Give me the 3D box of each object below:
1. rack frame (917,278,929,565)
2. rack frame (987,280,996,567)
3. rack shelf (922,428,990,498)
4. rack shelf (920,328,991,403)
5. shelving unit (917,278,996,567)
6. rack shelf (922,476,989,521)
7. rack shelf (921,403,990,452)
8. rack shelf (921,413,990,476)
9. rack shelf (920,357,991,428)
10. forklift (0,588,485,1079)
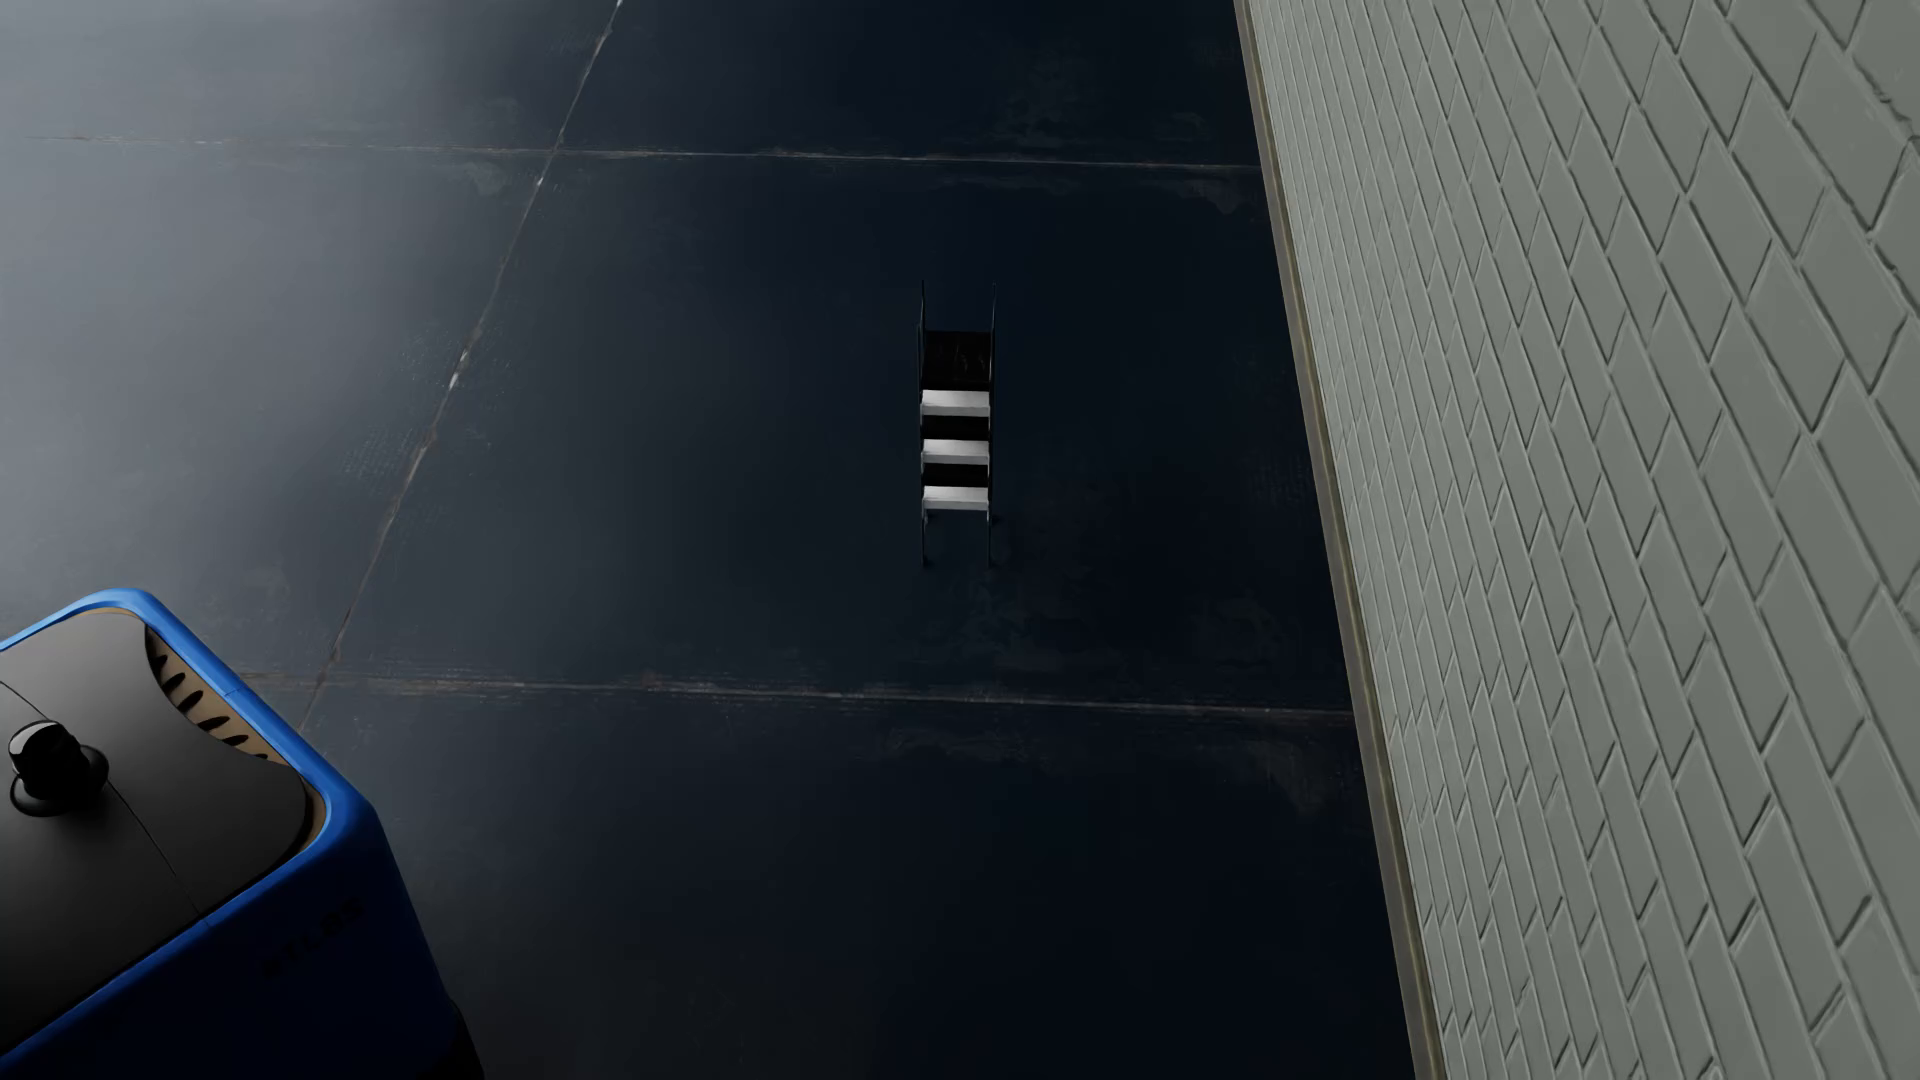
[{"bbox_3d":[-0.110,-0.333,4.947,0.006,0.900,0.240,2,43,2],"label":"rack frame"},{"bbox_3d":[0.093,-0.326,4.940,0.006,0.900,0.240,2,43,2],"label":"rack frame"},{"bbox_3d":[-0.008,-0.239,5.028,0.200,0.077,0.258,2,43,2],"label":"rack shelf"},{"bbox_3d":[-0.008,-0.503,4.782,0.200,0.077,0.258,2,43,2],"label":"rack shelf"},{"bbox_3d":[-0.008,-0.330,4.944,0.210,0.900,0.258,2,43,2],"label":"shelving unit"},{"bbox_3d":[-0.008,-0.173,5.089,0.200,0.077,0.258,2,43,2],"label":"rack shelf"},{"bbox_3d":[-0.008,-0.371,4.905,0.200,0.077,0.258,2,43,2],"label":"rack shelf"},{"bbox_3d":[-0.008,-0.305,4.966,0.200,0.077,0.258,2,43,2],"label":"rack shelf"},{"bbox_3d":[-0.008,-0.437,4.844,0.200,0.077,0.258,2,43,2],"label":"rack shelf"},{"bbox_3d":[-2.453,0.752,2.292,1.130,2.935,3.031,32,52,30],"label":"forklift"}]
